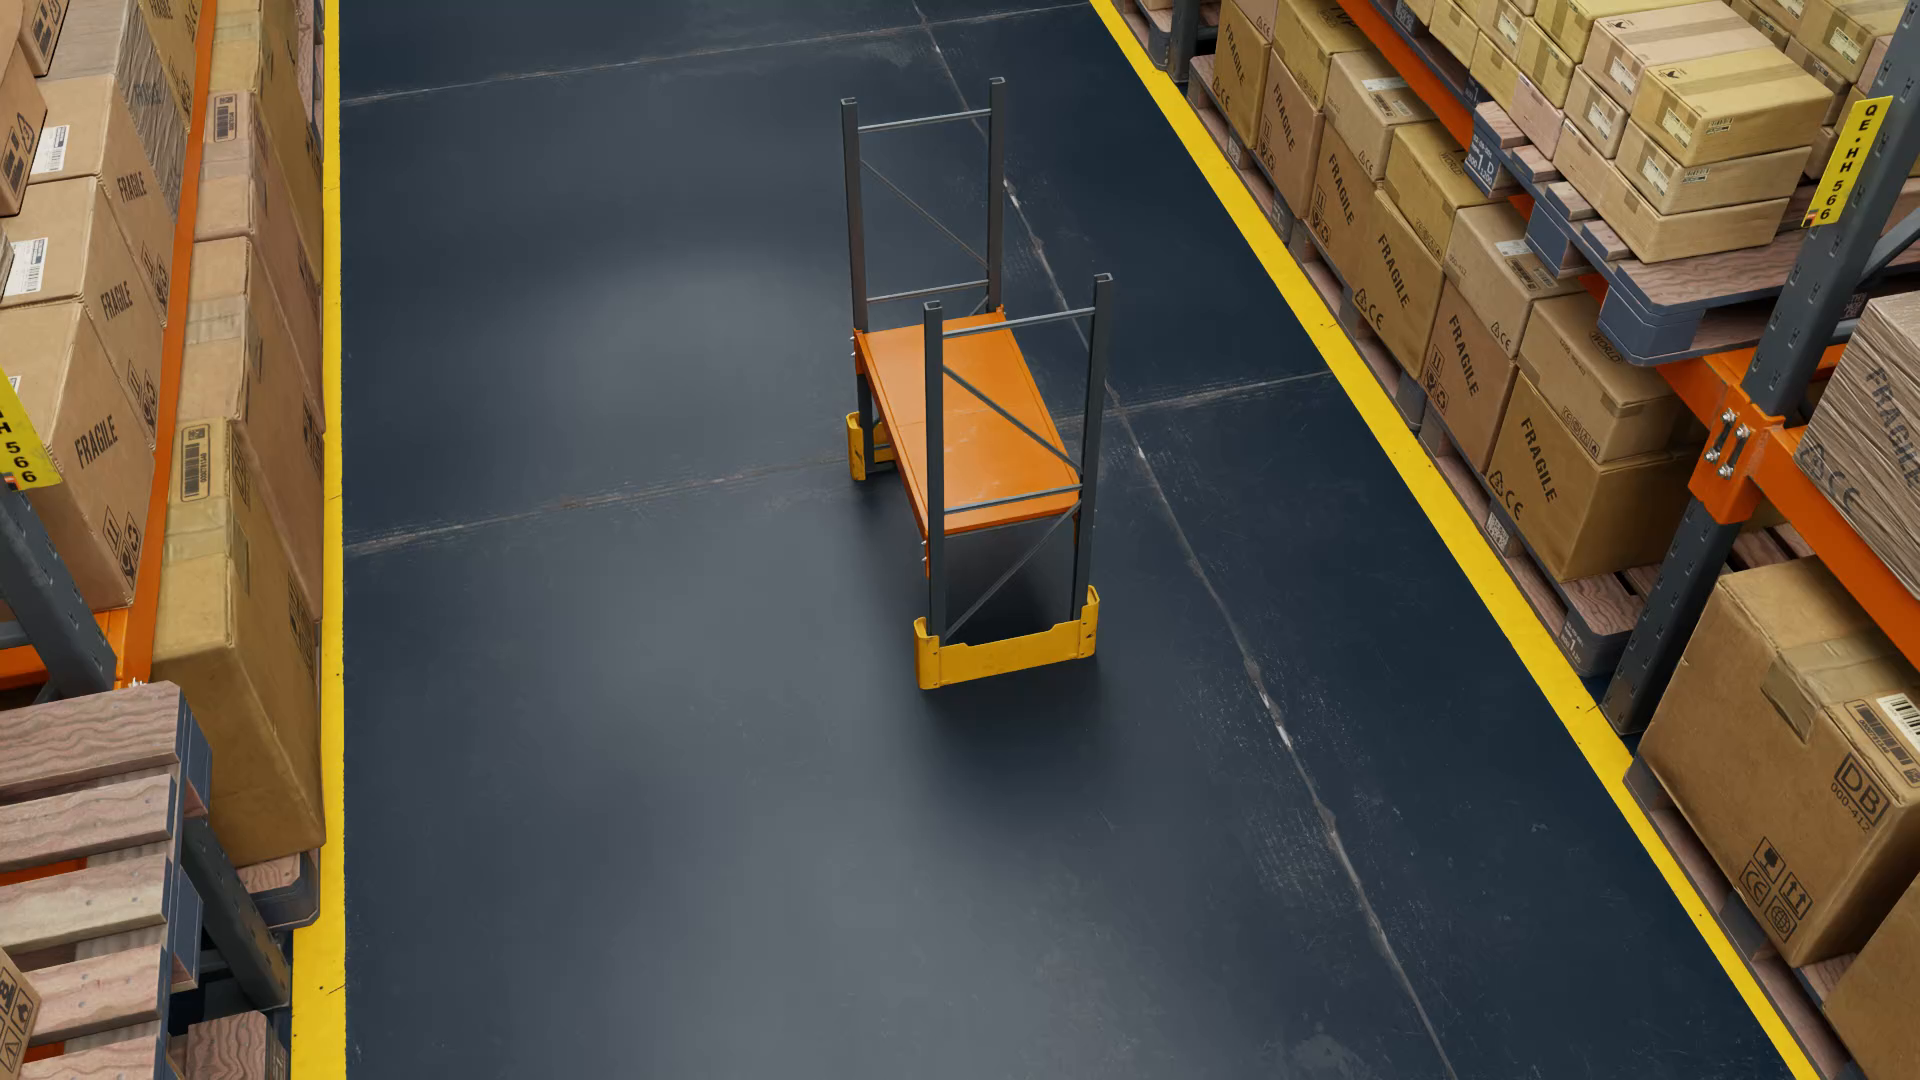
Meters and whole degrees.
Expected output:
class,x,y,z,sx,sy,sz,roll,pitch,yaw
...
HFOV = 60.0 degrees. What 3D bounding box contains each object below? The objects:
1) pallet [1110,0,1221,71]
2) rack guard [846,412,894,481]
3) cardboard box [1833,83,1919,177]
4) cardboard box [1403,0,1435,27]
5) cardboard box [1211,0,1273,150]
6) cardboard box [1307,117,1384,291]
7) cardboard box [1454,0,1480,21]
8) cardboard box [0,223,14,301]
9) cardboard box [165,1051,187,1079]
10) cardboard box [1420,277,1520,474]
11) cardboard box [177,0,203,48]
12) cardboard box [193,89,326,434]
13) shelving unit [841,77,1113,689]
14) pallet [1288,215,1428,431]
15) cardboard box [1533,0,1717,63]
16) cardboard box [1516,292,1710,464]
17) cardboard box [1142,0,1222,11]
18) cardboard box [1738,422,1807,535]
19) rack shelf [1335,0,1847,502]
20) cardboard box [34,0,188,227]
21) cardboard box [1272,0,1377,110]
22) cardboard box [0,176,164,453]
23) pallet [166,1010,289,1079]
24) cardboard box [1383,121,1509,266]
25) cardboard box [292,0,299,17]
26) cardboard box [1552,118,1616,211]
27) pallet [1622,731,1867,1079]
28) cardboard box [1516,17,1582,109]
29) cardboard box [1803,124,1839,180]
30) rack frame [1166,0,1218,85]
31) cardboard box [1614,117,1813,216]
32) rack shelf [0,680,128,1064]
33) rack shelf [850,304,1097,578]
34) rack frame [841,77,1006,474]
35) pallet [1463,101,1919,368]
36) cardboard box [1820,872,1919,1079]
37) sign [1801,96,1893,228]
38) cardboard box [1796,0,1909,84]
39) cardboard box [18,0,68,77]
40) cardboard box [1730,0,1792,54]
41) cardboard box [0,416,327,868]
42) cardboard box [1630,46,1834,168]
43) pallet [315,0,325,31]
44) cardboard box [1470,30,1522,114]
class,x,y,z,sx,sy,sz,roll,pitch,yaw
pallet,1.276,-2.813,8.359,1.003,0.211,1.213,-11,47,-10
rack guard,-0.108,-0.379,5.946,0.587,0.250,0.087,-11,47,-10
cardboard box,2.577,-1.104,4.405,0.380,0.149,0.250,-9,46,-9
cardboard box,1.613,-1.772,5.269,0.380,0.149,0.250,-9,46,-9
cardboard box,1.415,-2.045,7.110,0.500,0.500,0.500,-9,46,-9
cardboard box,1.700,-1.321,6.401,0.500,0.500,0.500,-10,46,-10
cardboard box,1.675,-1.702,4.991,0.380,0.149,0.250,-11,47,-11
cardboard box,-2.485,-0.627,3.492,0.797,0.503,0.637,-9,46,-9
cardboard box,-2.123,1.447,3.674,0.700,0.500,0.500,-13,47,-12
cardboard box,1.956,-0.608,5.702,0.500,0.500,0.500,-9,46,-9
cardboard box,-2.834,-1.914,5.456,0.500,0.500,0.500,-9,46,-9
cardboard box,-2.925,-0.843,5.670,1.225,0.875,0.875,-12,47,-12
shelving unit,0.020,-0.472,5.163,0.587,1.500,1.083,-11,47,-10
pallet,1.999,-0.975,6.558,1.003,0.211,1.213,-11,47,-10
cardboard box,1.809,-1.447,4.533,0.380,0.149,0.250,-9,46,-9
cardboard box,2.078,-0.529,5.099,0.500,0.250,0.500,-12,47,-11
cardboard box,1.053,-2.690,7.988,0.380,0.149,0.250,-10,46,-10
cardboard box,2.572,-0.377,5.476,0.500,0.500,0.500,-13,47,-12
rack shelf,1.995,-1.699,5.819,1.077,0.370,4.000,-11,47,-10
cardboard box,-2.570,-1.208,4.763,0.500,0.500,0.500,-11,47,-10
cardboard box,1.555,-1.941,6.483,0.500,0.250,0.500,-10,46,-9
cardboard box,-2.310,-0.509,4.079,0.500,0.500,0.500,-12,47,-11
pallet,-2.115,1.783,3.855,1.003,0.211,1.213,-11,47,-10
cardboard box,1.823,-1.230,5.786,0.500,0.250,0.500,-10,46,-9
cardboard box,-3.660,-2.990,7.773,0.875,0.875,0.875,-11,47,-10
cardboard box,1.874,-1.058,4.568,0.380,0.149,0.250,-11,47,-10
pallet,2.636,0.964,4.658,1.003,0.211,1.213,-11,47,-10
cardboard box,1.800,-1.356,4.653,0.380,0.149,0.250,-10,46,-9
cardboard box,2.519,-1.160,4.669,0.380,0.149,0.250,-9,46,-8
rack frame,1.483,-3.332,6.915,1.000,3.000,0.127,-11,47,-10
cardboard box,1.940,-0.991,4.295,0.380,0.149,0.250,-10,46,-9
rack shelf,-1.802,1.899,2.292,1.077,0.370,4.000,-11,47,-10
rack shelf,0.022,-0.340,5.285,0.538,0.185,1.000,-11,47,-10
rack frame,-0.108,-0.817,5.501,0.500,1.500,0.032,-11,47,-10
pallet,2.221,-0.976,4.740,1.213,0.211,1.003,-11,47,-10
cardboard box,2.803,1.110,3.843,1.050,0.750,0.750,-10,46,-10
sign,1.984,-0.842,3.720,0.100,0.325,0.005,-11,47,-10
cardboard box,2.504,-1.377,4.465,0.380,0.149,0.250,-12,47,-11
cardboard box,-2.828,-1.539,4.386,0.797,0.503,0.637,-9,46,-9
cardboard box,2.434,-1.474,4.768,0.380,0.149,0.250,-12,47,-12
cardboard box,-2.470,0.383,4.468,1.225,0.875,0.875,-13,47,-12
cardboard box,1.938,-1.092,4.185,0.380,0.149,0.250,-12,47,-12
pallet,-3.773,-2.902,8.446,1.003,0.211,1.213,-11,47,-10
cardboard box,1.748,-1.408,4.911,0.380,0.149,0.250,-11,47,-11
